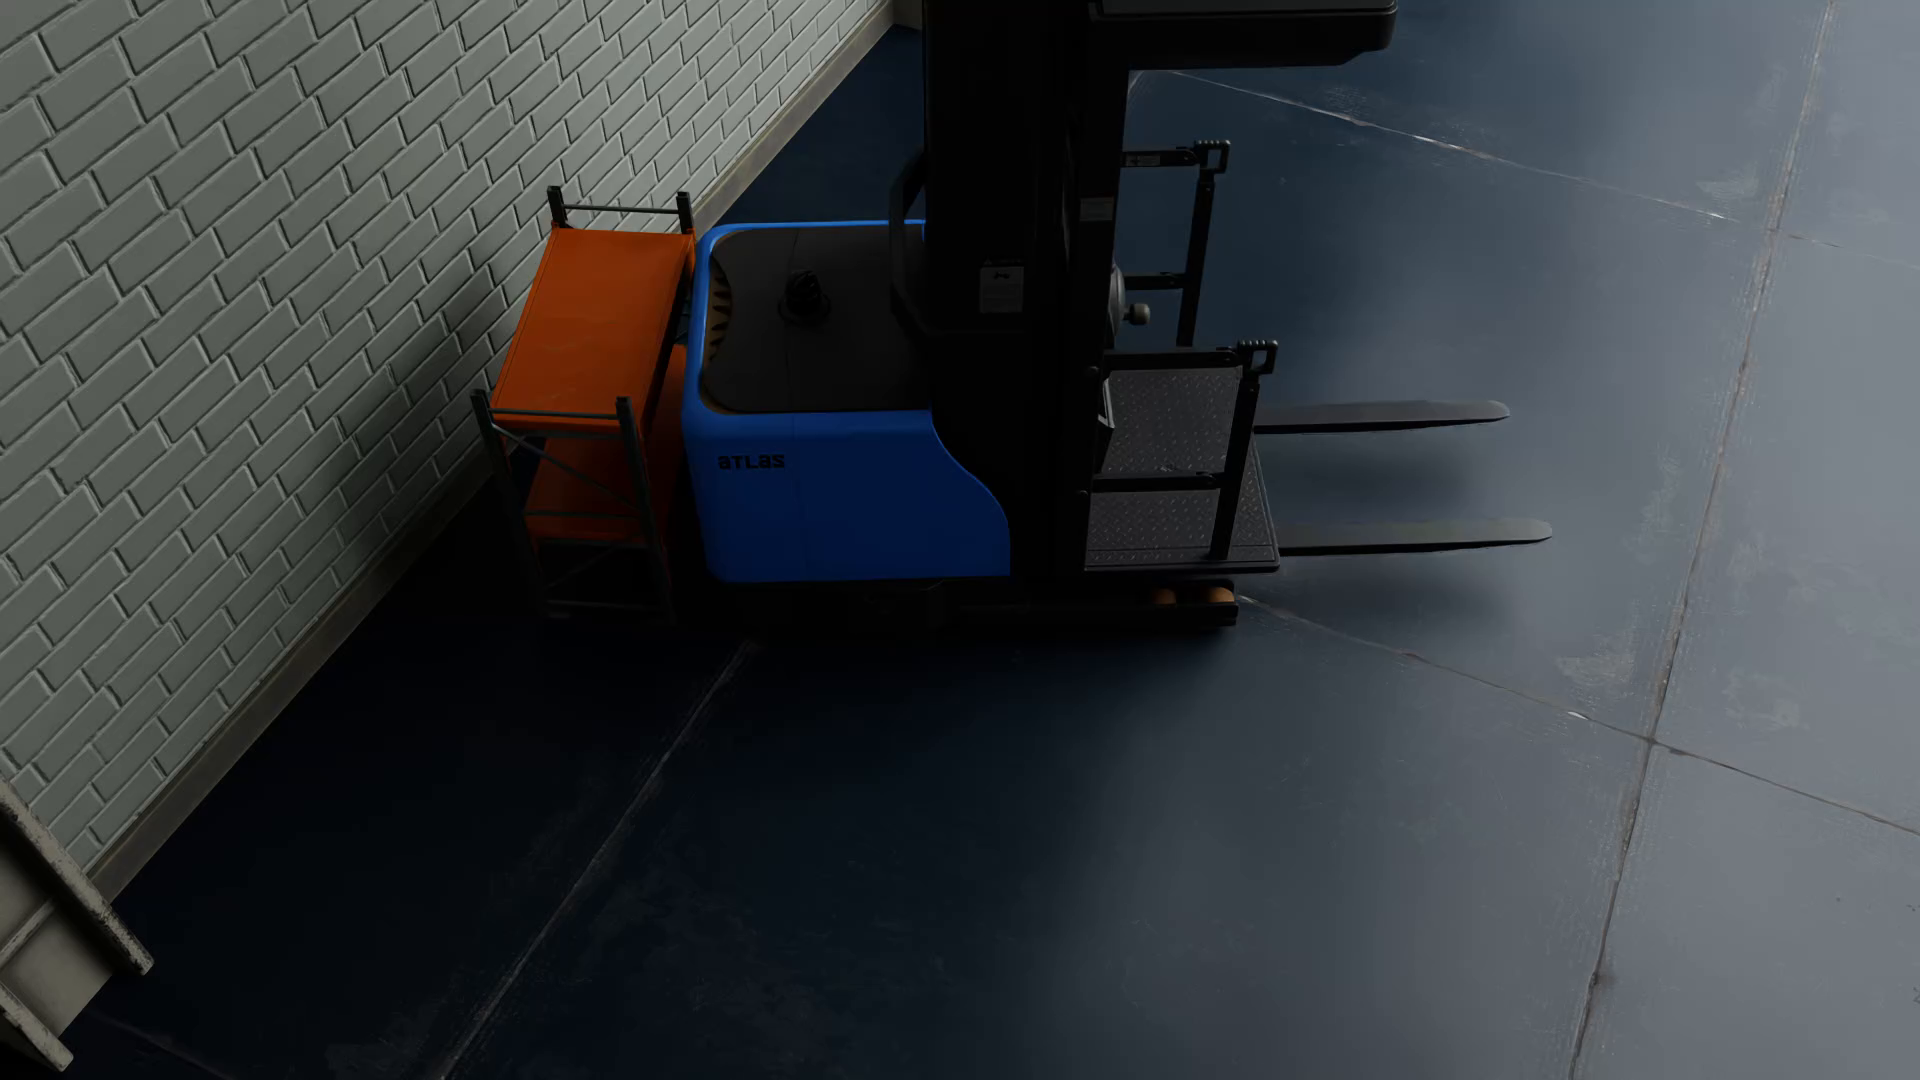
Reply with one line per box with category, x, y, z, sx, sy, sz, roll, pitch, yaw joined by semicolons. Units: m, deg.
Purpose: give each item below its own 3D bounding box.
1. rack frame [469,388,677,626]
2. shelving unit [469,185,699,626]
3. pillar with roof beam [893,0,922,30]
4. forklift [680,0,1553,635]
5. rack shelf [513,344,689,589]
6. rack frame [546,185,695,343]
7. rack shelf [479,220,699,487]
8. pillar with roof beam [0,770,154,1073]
rack frame;-1.271;-0.081;5.581;0.500;1.125;0.032;3;50;3
shelving unit;-1.233;-0.467;5.909;0.538;1.125;1.048;3;50;3
pillar with roof beam;3.745;-4.258;3.965;9.100;9.000;0.400;20;52;16
forklift;0.605;-1.028;5.201;3.031;2.935;1.130;-2;50;-1
rack shelf;-1.233;-0.309;6.095;0.538;0.278;1.000;3;50;3
rack frame;-1.196;-0.854;6.238;0.500;1.125;0.032;3;50;3
rack shelf;-1.233;-0.657;5.686;0.538;0.278;1.000;3;50;3
pillar with roof beam;1.182;-0.127;0.449;9.100;9.000;0.400;20;52;16
